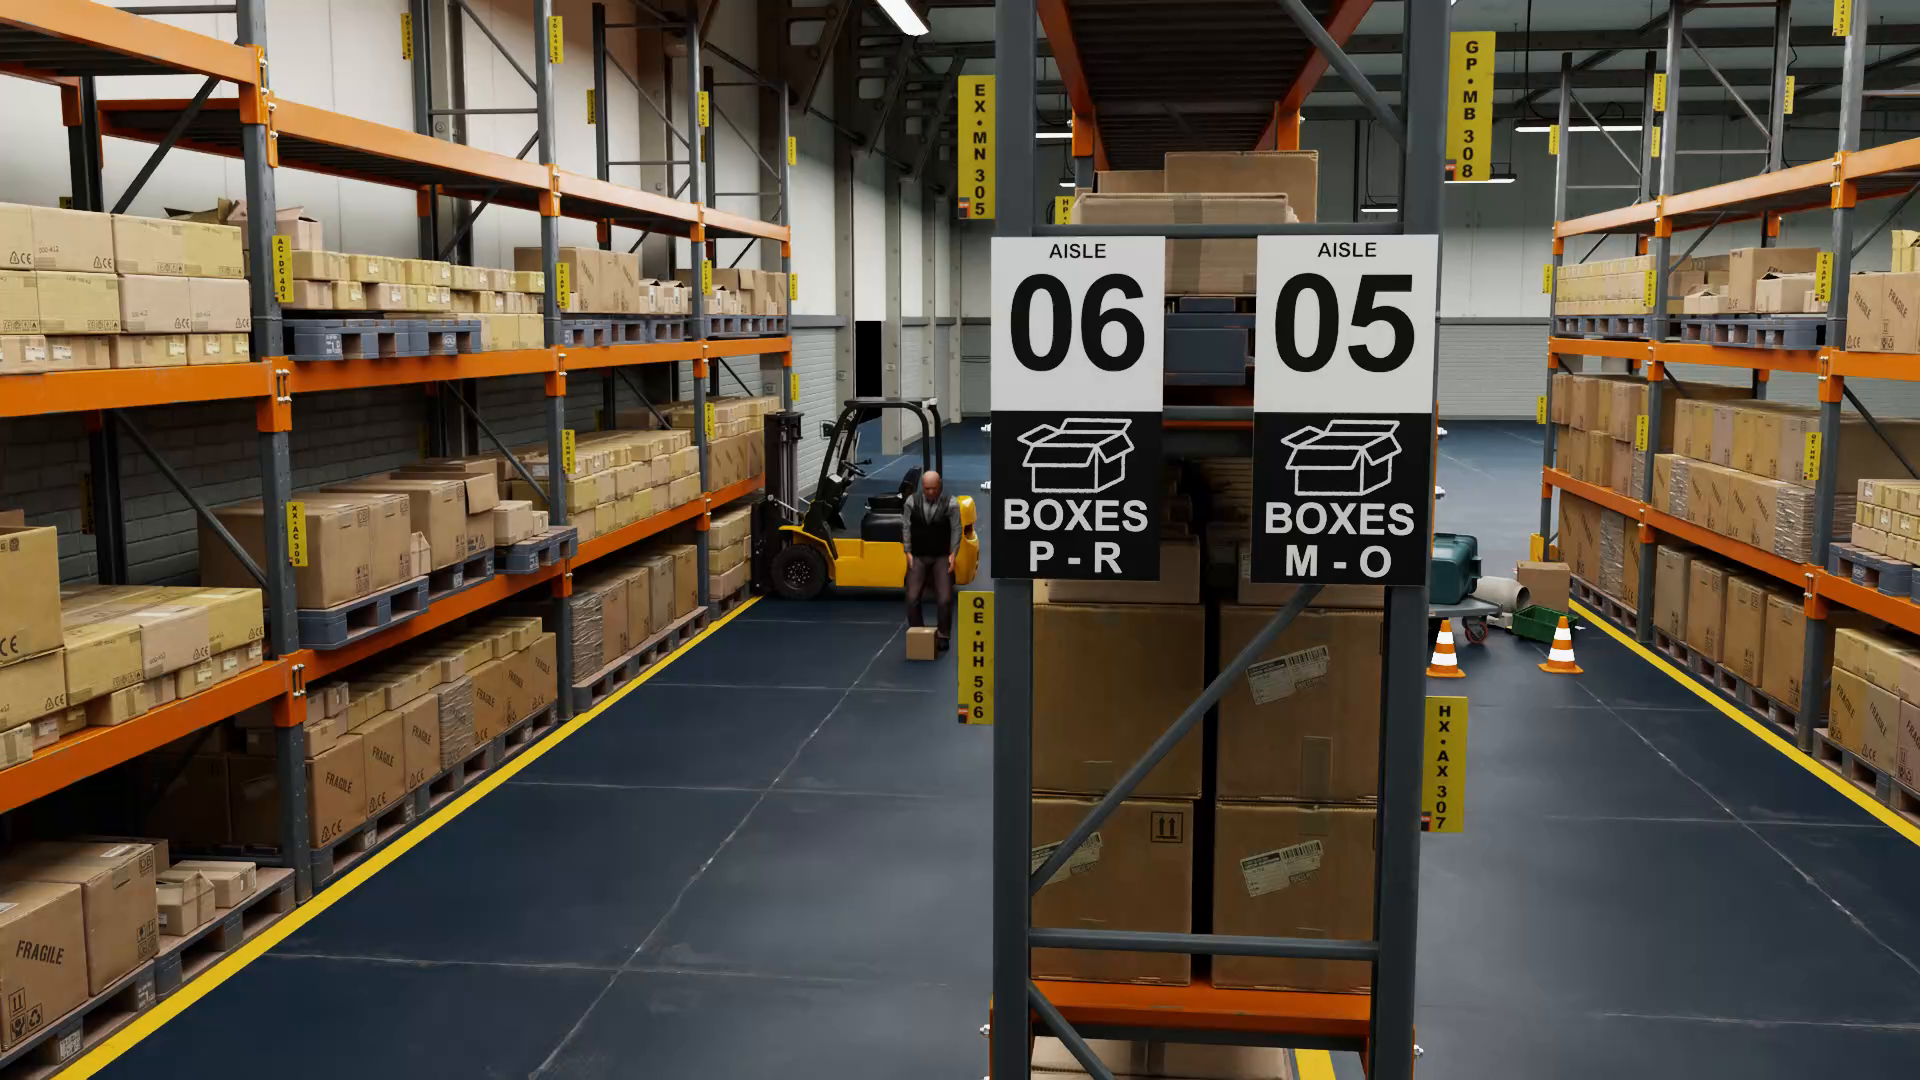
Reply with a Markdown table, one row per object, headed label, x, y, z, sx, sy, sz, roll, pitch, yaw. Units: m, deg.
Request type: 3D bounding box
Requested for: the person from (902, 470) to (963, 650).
| label | x | y | z | sx | sy | sz | roll | pitch | yaw |
| --- | --- | --- | --- | --- | --- | --- | --- | --- | --- |
| person | -0.251 | 0.177 | 15.330 | 0.563 | 1.658 | 0.447 | 1 | 8 | 8 |
